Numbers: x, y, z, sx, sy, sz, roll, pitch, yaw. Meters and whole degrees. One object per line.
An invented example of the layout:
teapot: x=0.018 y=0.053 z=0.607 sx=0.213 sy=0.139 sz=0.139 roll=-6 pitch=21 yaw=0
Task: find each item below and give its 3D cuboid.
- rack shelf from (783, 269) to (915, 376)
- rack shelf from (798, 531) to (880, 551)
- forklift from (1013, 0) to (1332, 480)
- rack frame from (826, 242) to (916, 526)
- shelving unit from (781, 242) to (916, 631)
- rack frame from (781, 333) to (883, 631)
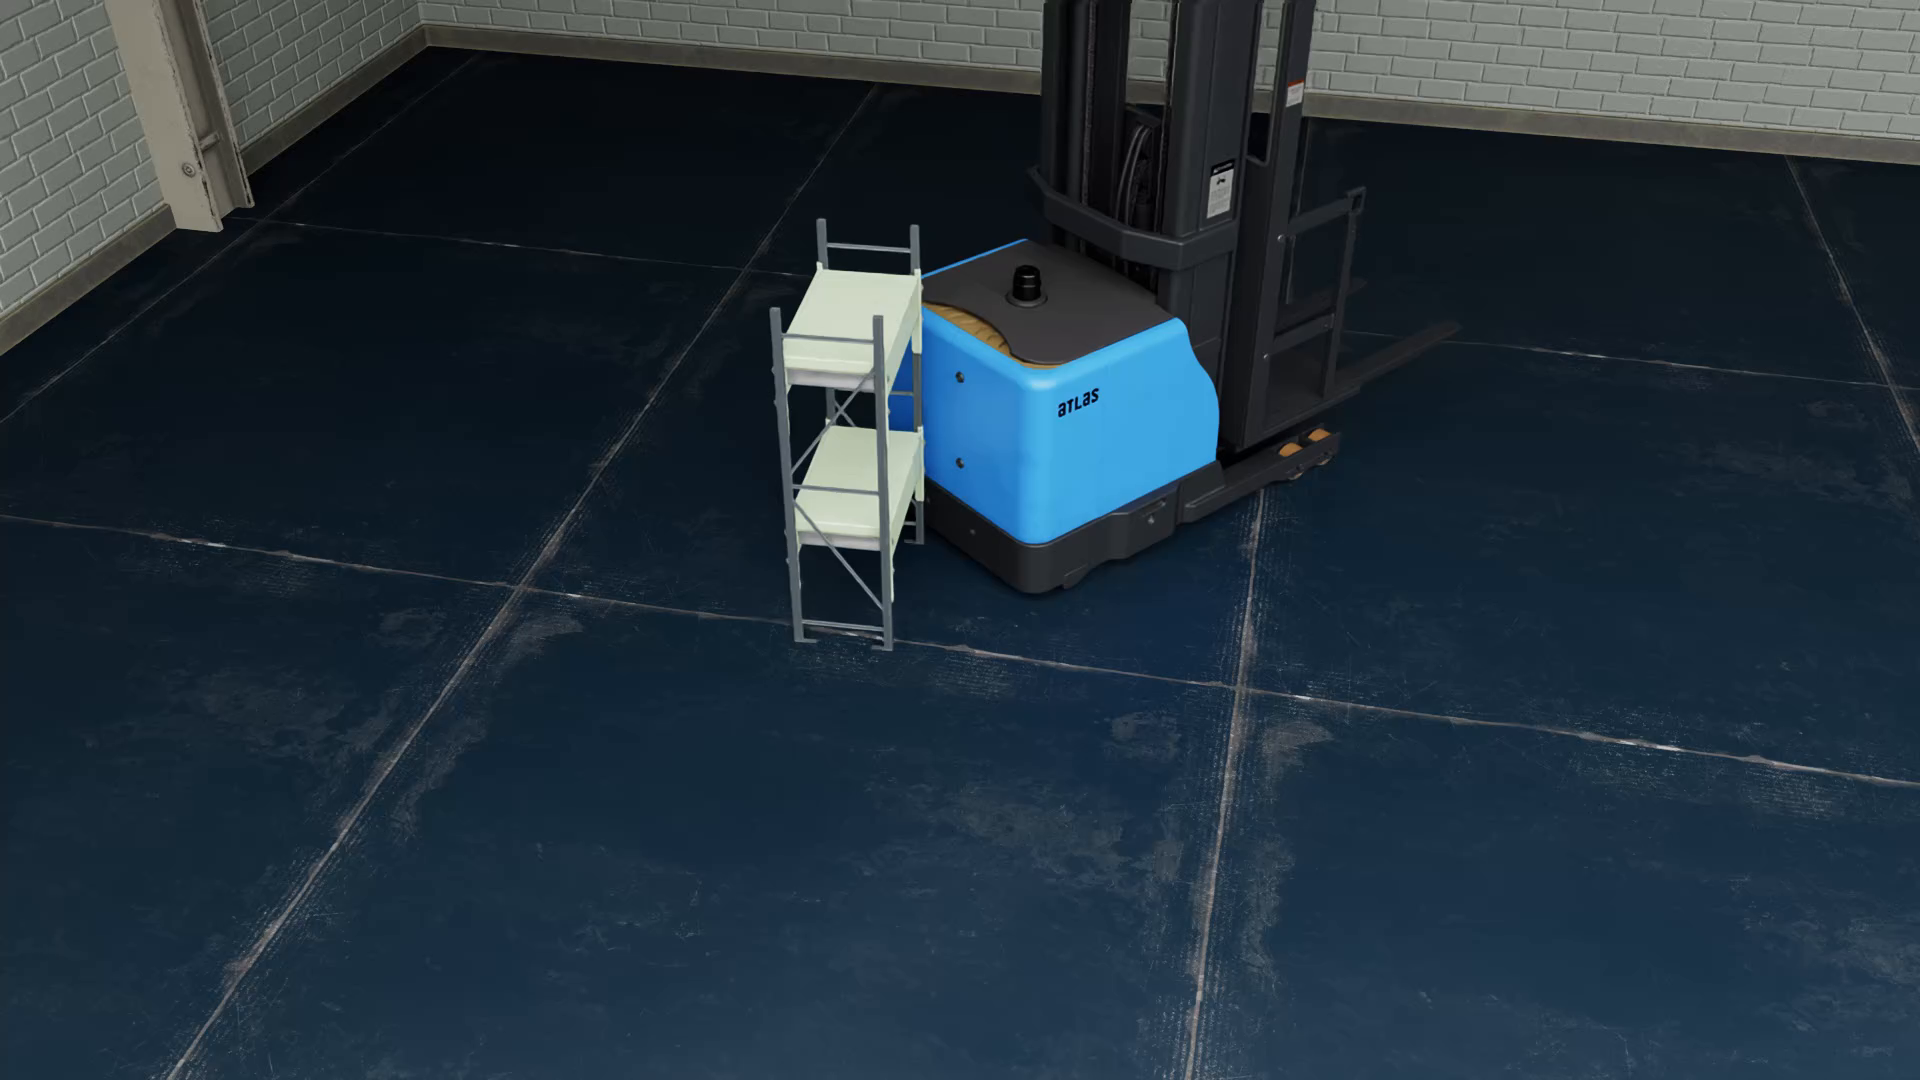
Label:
rack shelf: x=-0.410 y=-0.821 z=6.212 sx=0.368 sy=0.052 sz=0.686 roll=5 pitch=36 yaw=7
rack shelf: x=-0.410 y=-0.191 z=6.669 sx=0.332 sy=0.071 sz=0.664 roll=5 pitch=36 yaw=7
forklift: x=1.144 y=-1.676 z=7.065 sx=3.031 sy=2.935 sz=1.109 roll=-25 pitch=43 yaw=-31
rack frame: x=-0.355 y=-0.609 z=6.812 sx=0.380 sy=1.308 sz=0.010 roll=5 pitch=36 yaw=7
shelving unit: x=-0.411 y=-0.397 z=6.519 sx=0.380 sy=1.308 sz=0.742 roll=5 pitch=36 yaw=7
rack frame: x=-0.467 y=-0.184 z=6.227 sx=0.380 sy=1.308 sz=0.010 roll=5 pitch=36 yaw=7
